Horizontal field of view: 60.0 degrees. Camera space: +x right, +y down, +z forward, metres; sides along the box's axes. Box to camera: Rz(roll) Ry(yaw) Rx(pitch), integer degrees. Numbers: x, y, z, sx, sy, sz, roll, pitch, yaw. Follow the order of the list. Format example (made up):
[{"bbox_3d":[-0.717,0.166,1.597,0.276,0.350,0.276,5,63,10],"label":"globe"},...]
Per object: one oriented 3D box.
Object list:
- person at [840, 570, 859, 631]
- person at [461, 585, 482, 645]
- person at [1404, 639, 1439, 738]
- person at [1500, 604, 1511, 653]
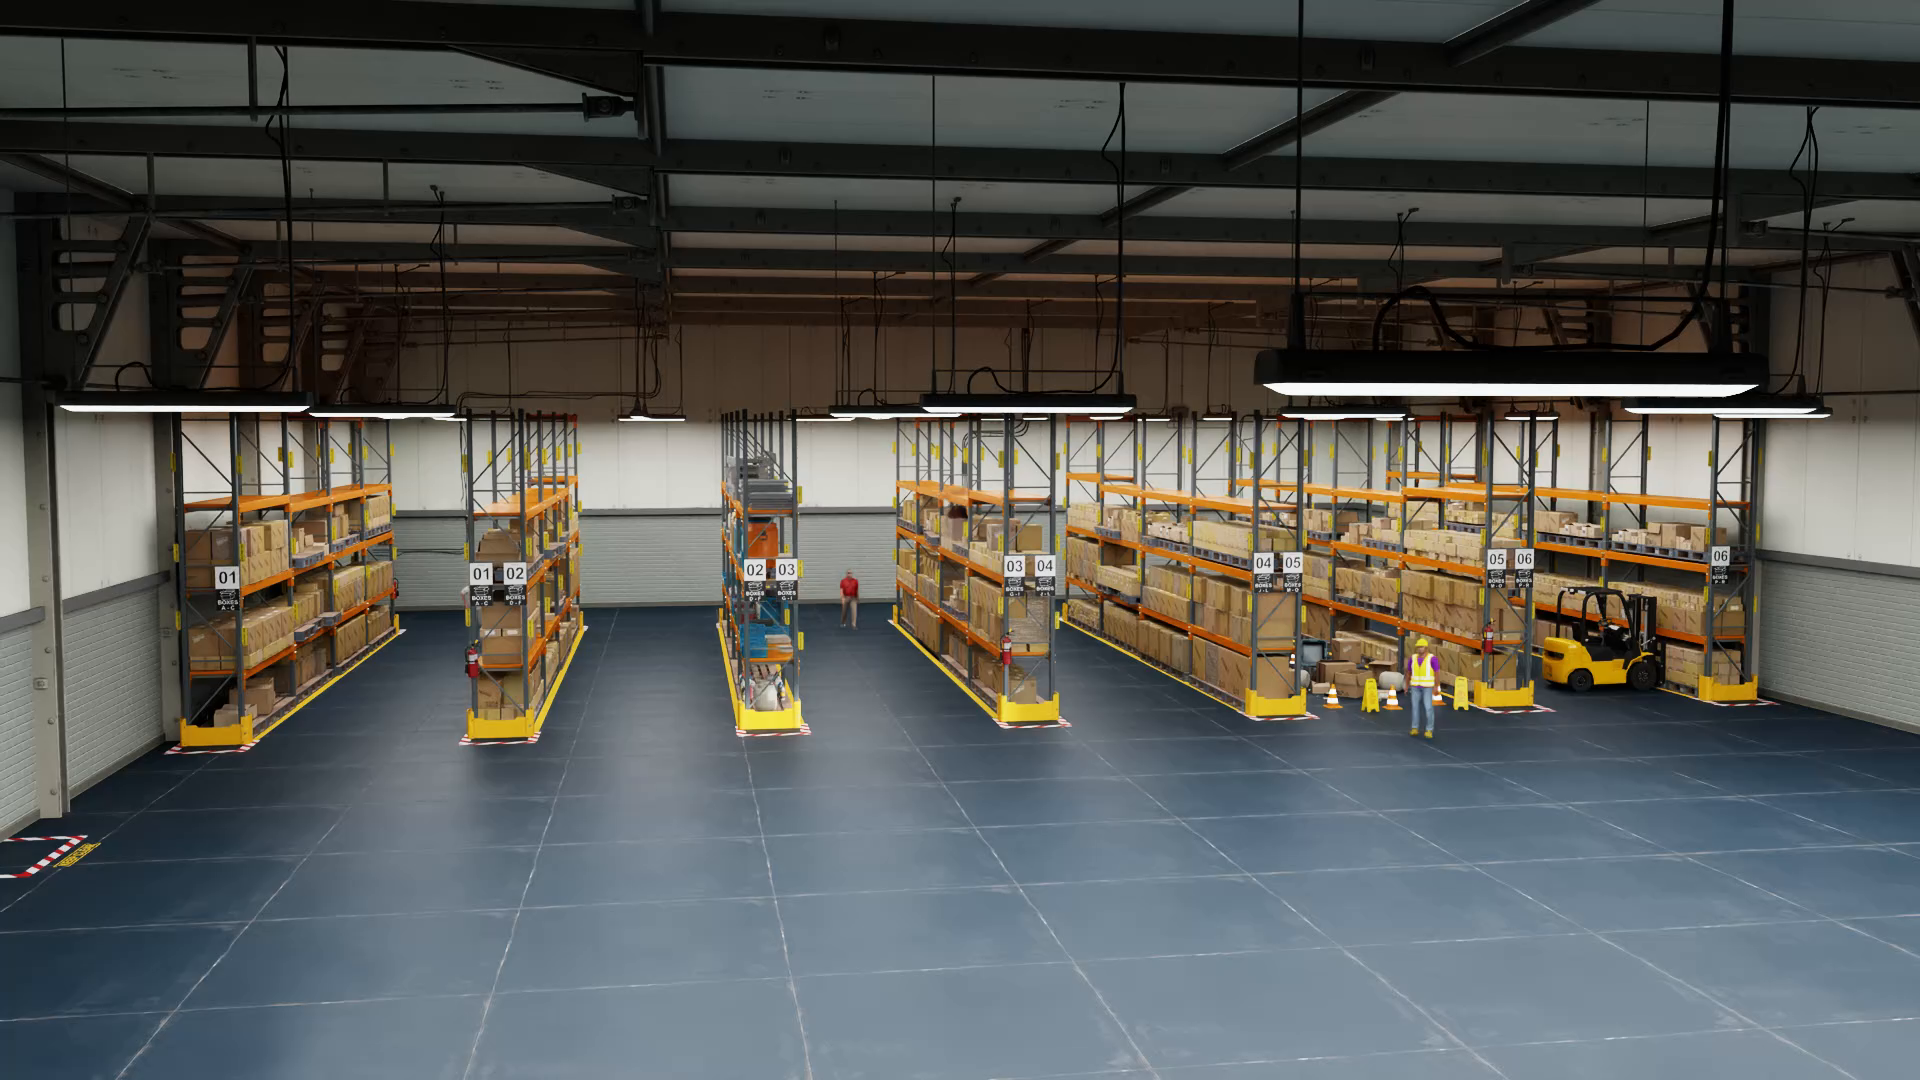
[{"bbox_3d":[-3.065,1.663,46.160,0.560,1.681,0.996,-1,4,-15],"label":"person"},{"bbox_3d":[-12.685,1.821,43.473,0.696,1.827,0.822,0,4,-6],"label":"person"},{"bbox_3d":[8.476,2.707,30.567,0.606,1.783,0.410,3,5,34],"label":"person"},{"bbox_3d":[12.832,2.179,39.330,0.548,1.562,0.876,-1,4,-14],"label":"person"}]
